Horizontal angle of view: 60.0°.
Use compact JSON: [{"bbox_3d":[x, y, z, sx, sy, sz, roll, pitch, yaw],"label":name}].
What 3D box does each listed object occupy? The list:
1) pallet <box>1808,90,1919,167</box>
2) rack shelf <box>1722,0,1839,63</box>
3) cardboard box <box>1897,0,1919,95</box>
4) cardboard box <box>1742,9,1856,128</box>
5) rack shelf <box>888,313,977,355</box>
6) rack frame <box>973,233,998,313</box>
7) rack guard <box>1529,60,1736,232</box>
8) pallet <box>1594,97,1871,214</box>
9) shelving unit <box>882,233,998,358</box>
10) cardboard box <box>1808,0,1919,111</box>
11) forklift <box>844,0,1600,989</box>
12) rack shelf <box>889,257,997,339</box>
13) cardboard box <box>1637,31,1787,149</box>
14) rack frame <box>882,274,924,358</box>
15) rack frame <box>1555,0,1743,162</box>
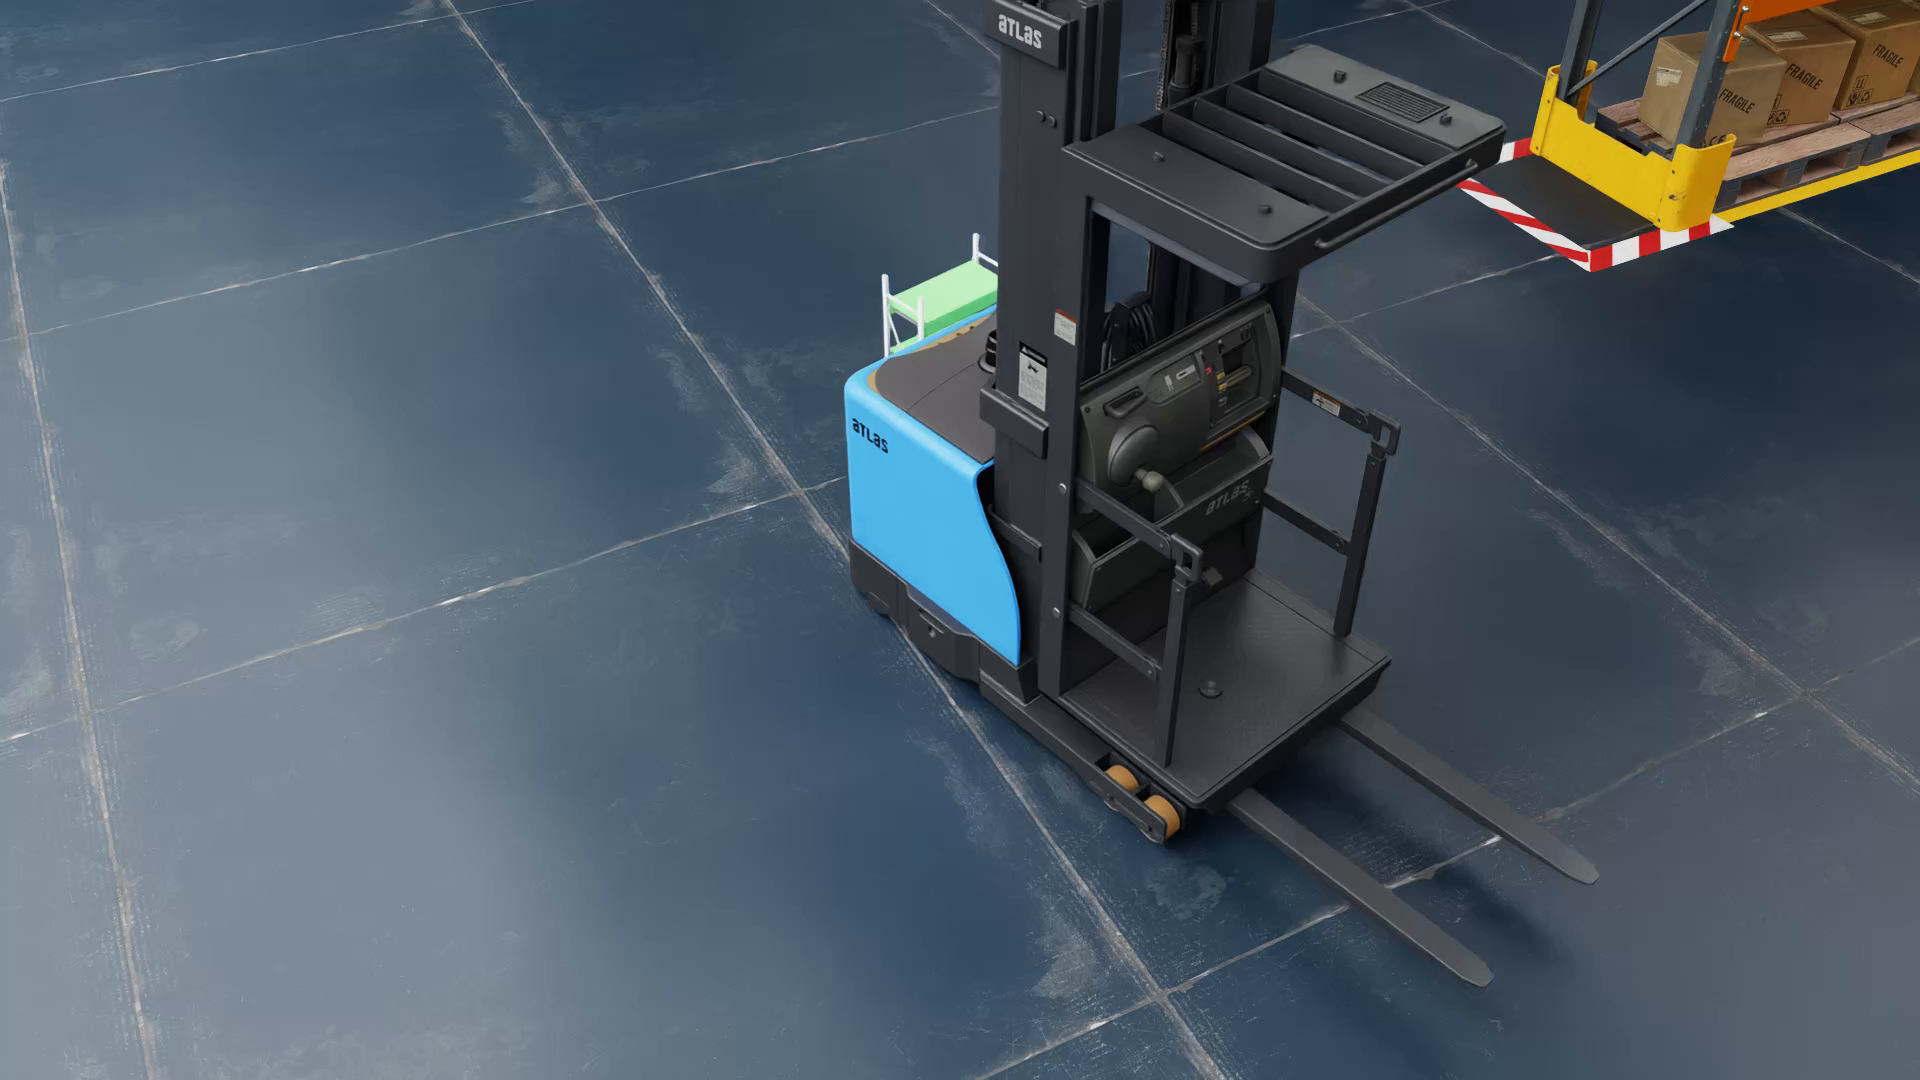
[{"bbox_3d":[5.654,-2.754,10.340,1.213,0.211,1.003,-19,44,-21],"label":"pallet"},{"bbox_3d":[5.543,-3.534,9.660,4.000,0.370,1.077,-19,44,-21],"label":"rack shelf"},{"bbox_3d":[5.925,-3.109,10.211,0.500,0.500,0.500,-22,45,-24],"label":"cardboard box"},{"bbox_3d":[4.845,-2.793,9.837,0.500,0.500,0.500,-8,41,-9],"label":"cardboard box"},{"bbox_3d":[-0.043,-0.783,6.974,0.480,0.148,0.258,-30,49,-30],"label":"rack shelf"},{"bbox_3d":[0.139,-0.753,7.211,0.015,1.200,0.240,-30,49,-30],"label":"rack frame"},{"bbox_3d":[3.837,-2.280,9.557,0.348,0.500,1.175,-19,44,-21],"label":"rack guard"},{"bbox_3d":[4.574,-2.392,9.913,1.213,0.211,1.003,-19,44,-21],"label":"pallet"},{"bbox_3d":[-0.043,-0.649,7.088,0.503,1.200,0.258,-30,49,-30],"label":"shelving unit"},{"bbox_3d":[5.409,-2.969,10.045,0.500,0.500,0.500,-15,42,-17],"label":"cardboard box"},{"bbox_3d":[0.895,-0.411,5.467,1.130,2.935,3.031,-30,49,-30],"label":"forklift"},{"bbox_3d":[-0.043,-0.966,6.819,0.480,0.148,0.258,-30,49,-30],"label":"rack shelf"},{"bbox_3d":[4.331,-2.594,9.603,0.500,0.500,0.500,-11,41,-13],"label":"cardboard box"},{"bbox_3d":[-0.226,-0.544,6.964,0.015,1.200,0.240,-30,49,-30],"label":"rack frame"},{"bbox_3d":[3.769,-3.212,8.722,0.127,3.000,1.000,-19,44,-21],"label":"rack frame"}]
